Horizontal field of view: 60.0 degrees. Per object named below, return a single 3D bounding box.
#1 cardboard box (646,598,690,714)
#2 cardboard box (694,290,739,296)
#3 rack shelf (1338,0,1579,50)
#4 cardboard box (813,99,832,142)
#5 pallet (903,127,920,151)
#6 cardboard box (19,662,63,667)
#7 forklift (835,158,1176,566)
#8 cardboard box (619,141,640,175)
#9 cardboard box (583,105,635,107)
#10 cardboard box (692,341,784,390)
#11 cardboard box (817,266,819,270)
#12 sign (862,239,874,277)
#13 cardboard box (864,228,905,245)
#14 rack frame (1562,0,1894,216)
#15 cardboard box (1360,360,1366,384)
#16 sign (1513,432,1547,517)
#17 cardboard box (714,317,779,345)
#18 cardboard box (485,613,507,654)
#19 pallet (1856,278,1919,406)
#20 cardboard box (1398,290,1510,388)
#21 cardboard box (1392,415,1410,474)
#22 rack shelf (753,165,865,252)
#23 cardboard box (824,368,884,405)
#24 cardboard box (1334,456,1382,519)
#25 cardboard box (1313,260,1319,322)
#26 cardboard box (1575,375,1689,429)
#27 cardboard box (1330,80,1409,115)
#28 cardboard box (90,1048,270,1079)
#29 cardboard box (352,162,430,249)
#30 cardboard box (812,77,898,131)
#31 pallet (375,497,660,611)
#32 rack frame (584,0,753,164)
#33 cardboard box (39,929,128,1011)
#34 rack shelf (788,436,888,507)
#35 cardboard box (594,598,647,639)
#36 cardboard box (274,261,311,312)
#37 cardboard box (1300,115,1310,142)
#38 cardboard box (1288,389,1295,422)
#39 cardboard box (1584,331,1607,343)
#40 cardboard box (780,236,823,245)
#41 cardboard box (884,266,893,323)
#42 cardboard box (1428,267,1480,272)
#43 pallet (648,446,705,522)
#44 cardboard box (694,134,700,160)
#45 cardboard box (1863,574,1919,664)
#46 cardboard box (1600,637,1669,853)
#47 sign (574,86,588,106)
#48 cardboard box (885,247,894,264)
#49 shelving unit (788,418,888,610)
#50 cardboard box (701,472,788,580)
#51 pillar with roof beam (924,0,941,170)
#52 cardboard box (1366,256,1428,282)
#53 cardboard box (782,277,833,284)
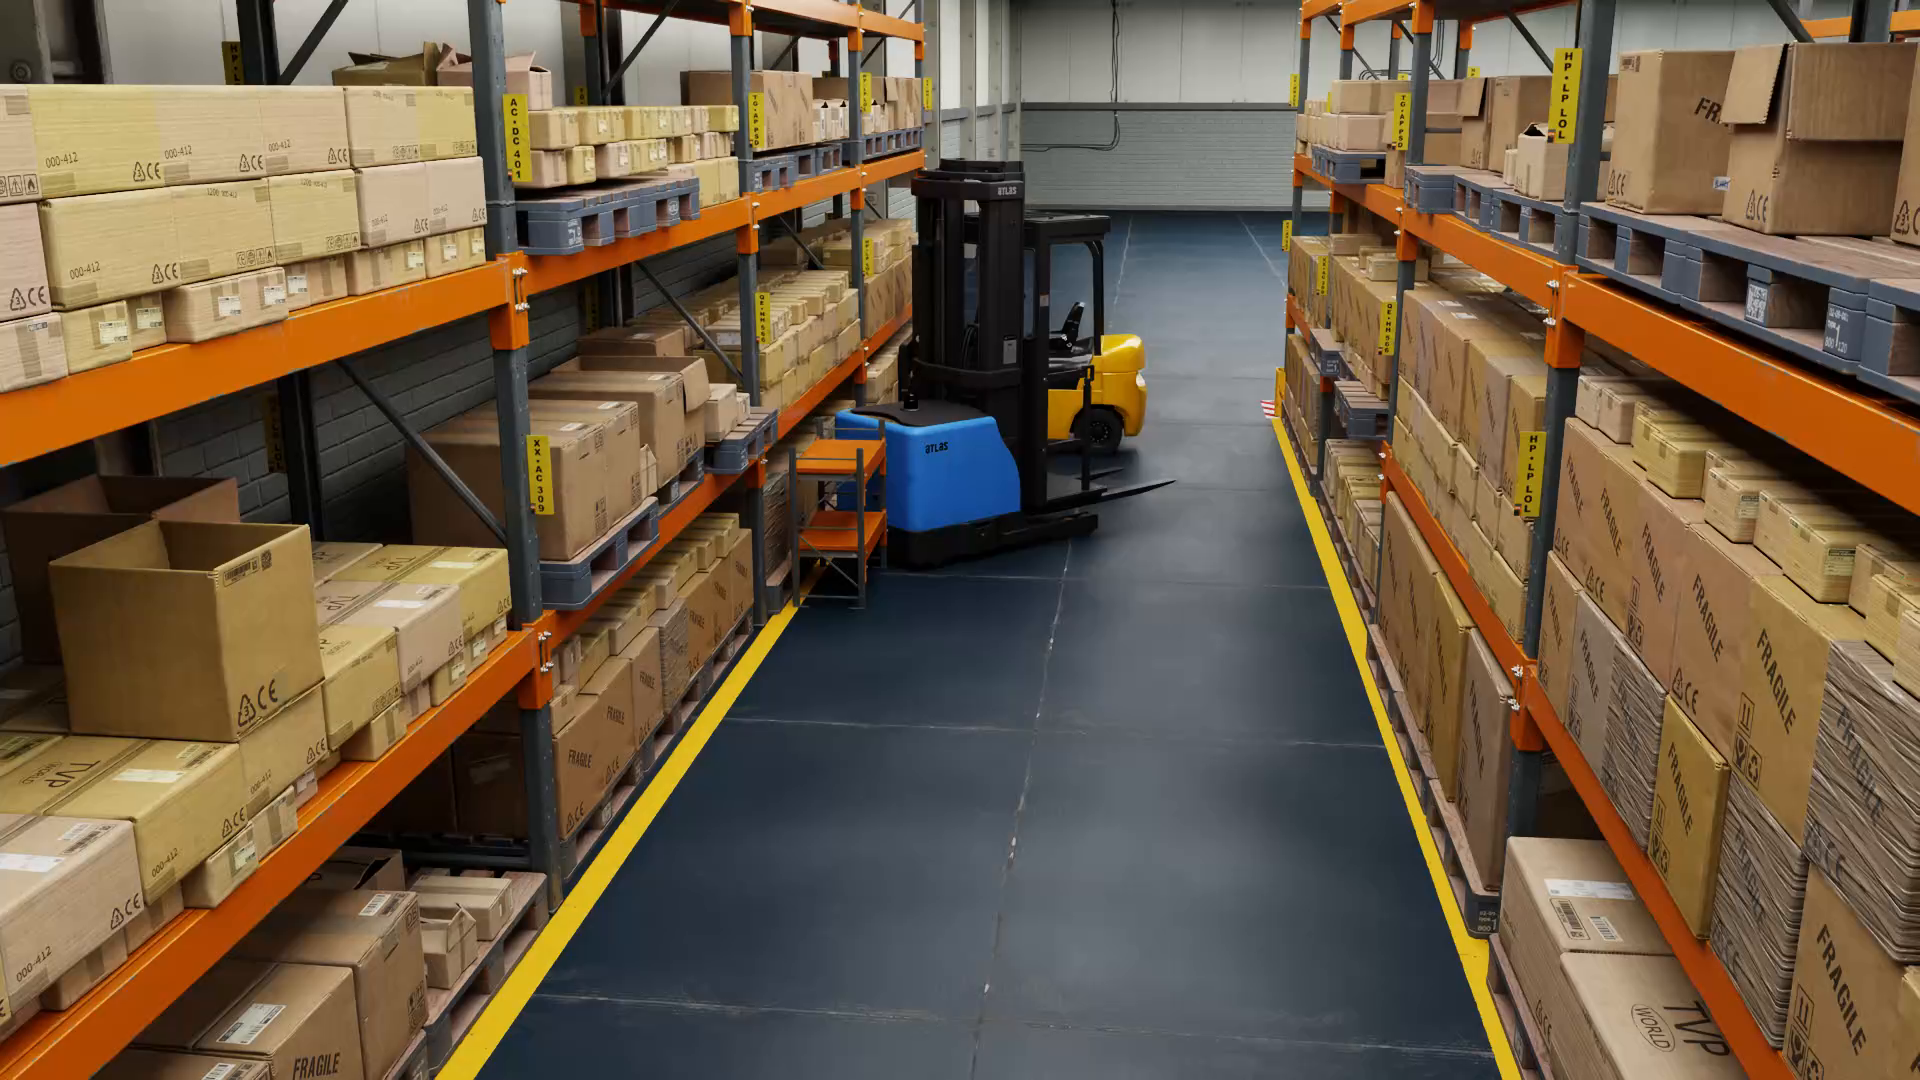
[{"bbox_3d":[-1.788,0.625,9.090,0.500,0.500,0.500,1,15,4],"label":"cardboard box"},{"bbox_3d":[-1.810,-1.816,12.696,0.380,0.149,0.250,2,15,7],"label":"cardboard box"},{"bbox_3d":[3.367,-3.625,11.473,1.077,0.370,4.000,2,15,6],"label":"rack shelf"},{"bbox_3d":[-1.265,-3.195,12.660,0.500,0.311,0.500,1,15,4],"label":"cardboard box"},{"bbox_3d":[-0.993,-4.193,17.346,1.003,0.211,1.213,2,15,6],"label":"pallet"},{"bbox_3d":[-2.676,0.455,5.450,0.500,0.250,0.500,2,15,7],"label":"cardboard box"},{"bbox_3d":[0.479,-1.521,13.172,3.031,2.935,1.130,-13,20,-39],"label":"forklift"},{"bbox_3d":[-1.700,-1.767,7.689,0.380,0.149,0.250,2,15,6],"label":"cardboard box"},{"bbox_3d":[-2.107,-2.520,9.943,0.380,0.149,0.250,1,15,4],"label":"cardboard box"},{"bbox_3d":[-1.473,-1.172,11.079,0.500,0.250,0.500,2,15,6],"label":"cardboard box"},{"bbox_3d":[-1.535,-2.588,15.553,0.380,0.149,0.250,2,15,7],"label":"cardboard box"},{"bbox_3d":[-0.799,-2.441,14.375,0.100,0.325,0.005,2,15,6],"label":"sign"},{"bbox_3d":[-0.763,-3.043,16.664,0.380,0.149,0.250,2,15,7],"label":"cardboard box"},{"bbox_3d":[2.690,-2.609,5.572,1.000,3.000,0.127,2,15,6],"label":"rack frame"},{"bbox_3d":[2.924,-1.127,11.262,0.380,0.149,0.250,1,15,4],"label":"cardboard box"},{"bbox_3d":[2.150,-0.247,6.264,0.100,0.325,0.005,2,15,6],"label":"sign"},{"bbox_3d":[-1.433,-1.400,11.161,0.380,0.149,0.250,2,15,7],"label":"cardboard box"},{"bbox_3d":[-2.027,0.353,6.591,0.380,0.149,0.250,2,15,7],"label":"cardboard box"},{"bbox_3d":[2.312,-0.274,2.851,1.003,0.211,1.213,2,15,6],"label":"pallet"},{"bbox_3d":[2.843,-1.161,9.601,0.500,0.500,0.500,1,15,4],"label":"cardboard box"},{"bbox_3d":[2.837,-0.559,9.769,0.500,0.250,0.500,1,15,5],"label":"cardboard box"},{"bbox_3d":[-1.565,-2.515,12.349,1.077,0.370,4.000,2,15,6],"label":"rack shelf"},{"bbox_3d":[-0.973,-1.408,15.169,0.500,0.250,0.500,1,15,5],"label":"cardboard box"},{"bbox_3d":[3.459,-0.400,13.123,0.950,0.372,0.625,3,15,10],"label":"cardboard box"},{"bbox_3d":[3.447,-2.236,14.924,0.500,0.500,0.500,2,15,8],"label":"cardboard box"},{"bbox_3d":[2.397,-0.483,5.852,0.380,0.149,0.250,1,15,5],"label":"cardboard box"},{"bbox_3d":[3.083,-3.338,12.540,0.500,0.250,0.500,1,15,5],"label":"cardboard box"},{"bbox_3d":[-2.395,1.807,4.719,0.700,0.500,0.500,2,15,9],"label":"cardboard box"},{"bbox_3d":[-2.096,-1.110,5.491,0.500,0.250,0.500,1,15,4],"label":"cardboard box"},{"bbox_3d":[-1.015,-4.184,15.949,0.797,0.503,0.637,2,15,8],"label":"cardboard box"},{"bbox_3d":[-2.043,0.030,7.671,1.003,0.211,1.213,2,15,6],"label":"pallet"},{"bbox_3d":[-1.791,-3.792,9.945,1.000,3.000,0.127,2,15,6],"label":"rack frame"},{"bbox_3d":[-2.316,1.023,4.114,0.380,0.149,0.250,2,15,8],"label":"cardboard box"},{"bbox_3d":[-0.847,-0.491,11.702,0.538,0.278,1.000,2,15,6],"label":"rack shelf"},{"bbox_3d":[-1.852,0.407,8.653,0.380,0.149,0.250,2,15,8],"label":"cardboard box"},{"bbox_3d":[-2.172,-0.753,4.934,0.380,0.149,0.250,2,15,7],"label":"cardboard box"},{"bbox_3d":[3.657,-4.092,16.519,0.500,0.250,0.500,1,15,5],"label":"cardboard box"},{"bbox_3d":[3.614,-1.368,16.936,0.500,0.250,0.500,2,15,8],"label":"cardboard box"},{"bbox_3d":[3.167,-0.747,8.070,0.500,0.500,0.500,1,15,5],"label":"cardboard box"},{"bbox_3d":[-1.502,-2.796,15.753,0.380,0.149,0.250,1,15,5],"label":"cardboard box"},{"bbox_3d":[-0.931,-2.356,15.936,0.500,0.500,0.500,2,15,6],"label":"cardboard box"},{"bbox_3d":[3.650,-1.794,12.483,0.500,0.500,0.500,2,15,8],"label":"cardboard box"},{"bbox_3d":[-2.005,-0.299,8.888,1.003,0.211,1.213,2,15,6],"label":"pallet"},{"bbox_3d":[-1.695,-2.231,9.442,0.380,0.149,0.250,2,15,8],"label":"cardboard box"},{"bbox_3d":[2.100,0.181,3.396,0.380,0.149,0.250,2,15,8],"label":"cardboard box"},{"bbox_3d":[2.254,0.612,4.962,0.500,0.500,0.500,2,15,7],"label":"cardboard box"},{"bbox_3d":[-2.341,-2.650,10.327,0.100,0.325,0.005,2,15,6],"label":"sign"},{"bbox_3d":[-0.848,-2.770,16.225,0.380,0.149,0.250,1,15,5],"label":"cardboard box"},{"bbox_3d":[-0.847,-0.209,11.779,0.538,1.125,1.048,2,15,6],"label":"shelving unit"},{"bbox_3d":[-1.707,-0.114,11.580,0.875,0.625,0.625,2,15,8],"label":"cardboard box"},{"bbox_3d":[3.770,-8.698,28.090,9.100,9.000,0.400,2,15,6],"label":"pillar with roof beam"},{"bbox_3d":[3.046,-1.891,11.600,0.380,0.149,0.250,1,15,4],"label":"cardboard box"},{"bbox_3d":[-1.248,-2.070,13.637,0.380,0.149,0.250,2,15,6],"label":"cardboard box"}]
